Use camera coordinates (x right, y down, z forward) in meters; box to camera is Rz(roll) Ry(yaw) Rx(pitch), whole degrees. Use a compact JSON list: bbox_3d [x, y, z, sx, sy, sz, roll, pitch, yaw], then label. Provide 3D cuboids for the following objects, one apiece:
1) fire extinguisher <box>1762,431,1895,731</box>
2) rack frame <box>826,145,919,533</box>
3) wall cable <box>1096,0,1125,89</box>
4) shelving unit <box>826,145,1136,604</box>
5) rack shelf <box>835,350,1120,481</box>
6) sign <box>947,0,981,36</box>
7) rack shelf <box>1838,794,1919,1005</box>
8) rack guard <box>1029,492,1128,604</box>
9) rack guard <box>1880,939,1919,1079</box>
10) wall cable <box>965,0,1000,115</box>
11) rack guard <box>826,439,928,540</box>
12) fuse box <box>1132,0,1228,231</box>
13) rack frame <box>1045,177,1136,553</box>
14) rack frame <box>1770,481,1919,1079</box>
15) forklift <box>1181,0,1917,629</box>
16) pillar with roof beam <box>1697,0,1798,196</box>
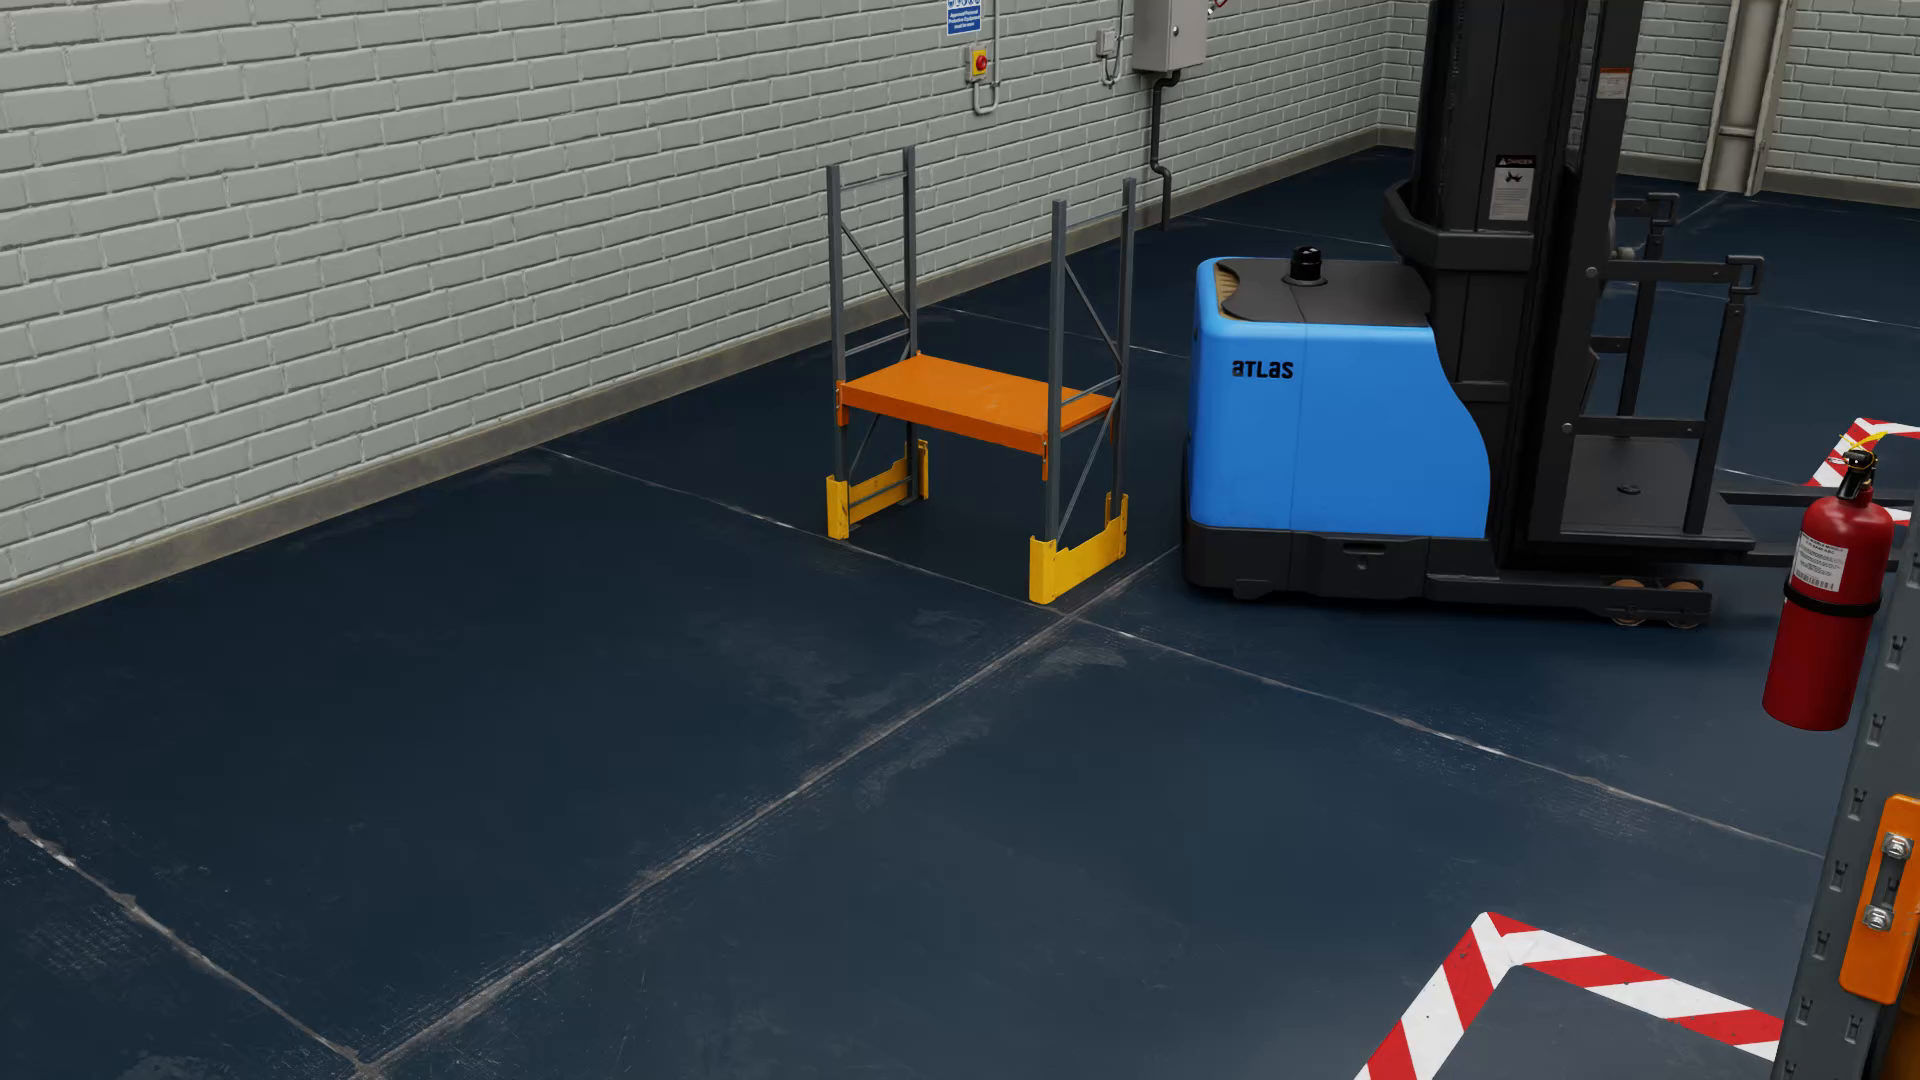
[{"bbox_3d":[1.816,0.064,3.442,0.183,0.674,0.296,17,29,33],"label":"fire extinguisher"},{"bbox_3d":[-0.339,-0.789,6.680,0.032,1.500,0.500,17,29,33],"label":"rack frame"},{"bbox_3d":[0.944,-3.835,10.473,0.122,1.984,0.588,17,29,33],"label":"wall cable"},{"bbox_3d":[0.061,-0.668,6.406,1.083,1.500,0.587,17,29,33],"label":"shelving unit"},{"bbox_3d":[0.068,-0.501,6.473,1.000,0.185,0.538,17,29,33],"label":"rack shelf"},{"bbox_3d":[0.025,-3.032,9.577,0.001,0.218,0.327,17,29,33],"label":"sign"},{"bbox_3d":[3.341,0.881,1.923,4.000,0.370,1.077,17,29,33],"label":"rack shelf"},{"bbox_3d":[0.460,0.024,6.384,0.087,0.250,0.587,17,29,33],"label":"rack guard"},{"bbox_3d":[1.802,1.230,3.338,0.348,0.500,1.175,17,29,33],"label":"rack guard"},{"bbox_3d":[0.103,-3.389,9.422,0.123,1.953,0.585,17,29,33],"label":"wall cable"},{"bbox_3d":[-0.337,-0.216,6.931,0.087,0.250,0.587,17,29,33],"label":"rack guard"},{"bbox_3d":[1.479,-2.962,11.351,0.414,1.711,0.539,17,29,33],"label":"fuse box"},{"bbox_3d":[0.475,-0.543,6.122,0.032,1.500,0.500,17,29,33],"label":"rack frame"},{"bbox_3d":[1.739,0.069,2.873,0.053,2.616,0.949,17,29,33],"label":"rack frame"},{"bbox_3d":[2.394,-1.247,5.944,3.031,2.935,1.130,3,24,6],"label":"forklift"},{"bbox_3d":[3.404,-5.455,7.970,0.400,9.000,9.100,17,29,33],"label":"pillar with roof beam"}]
